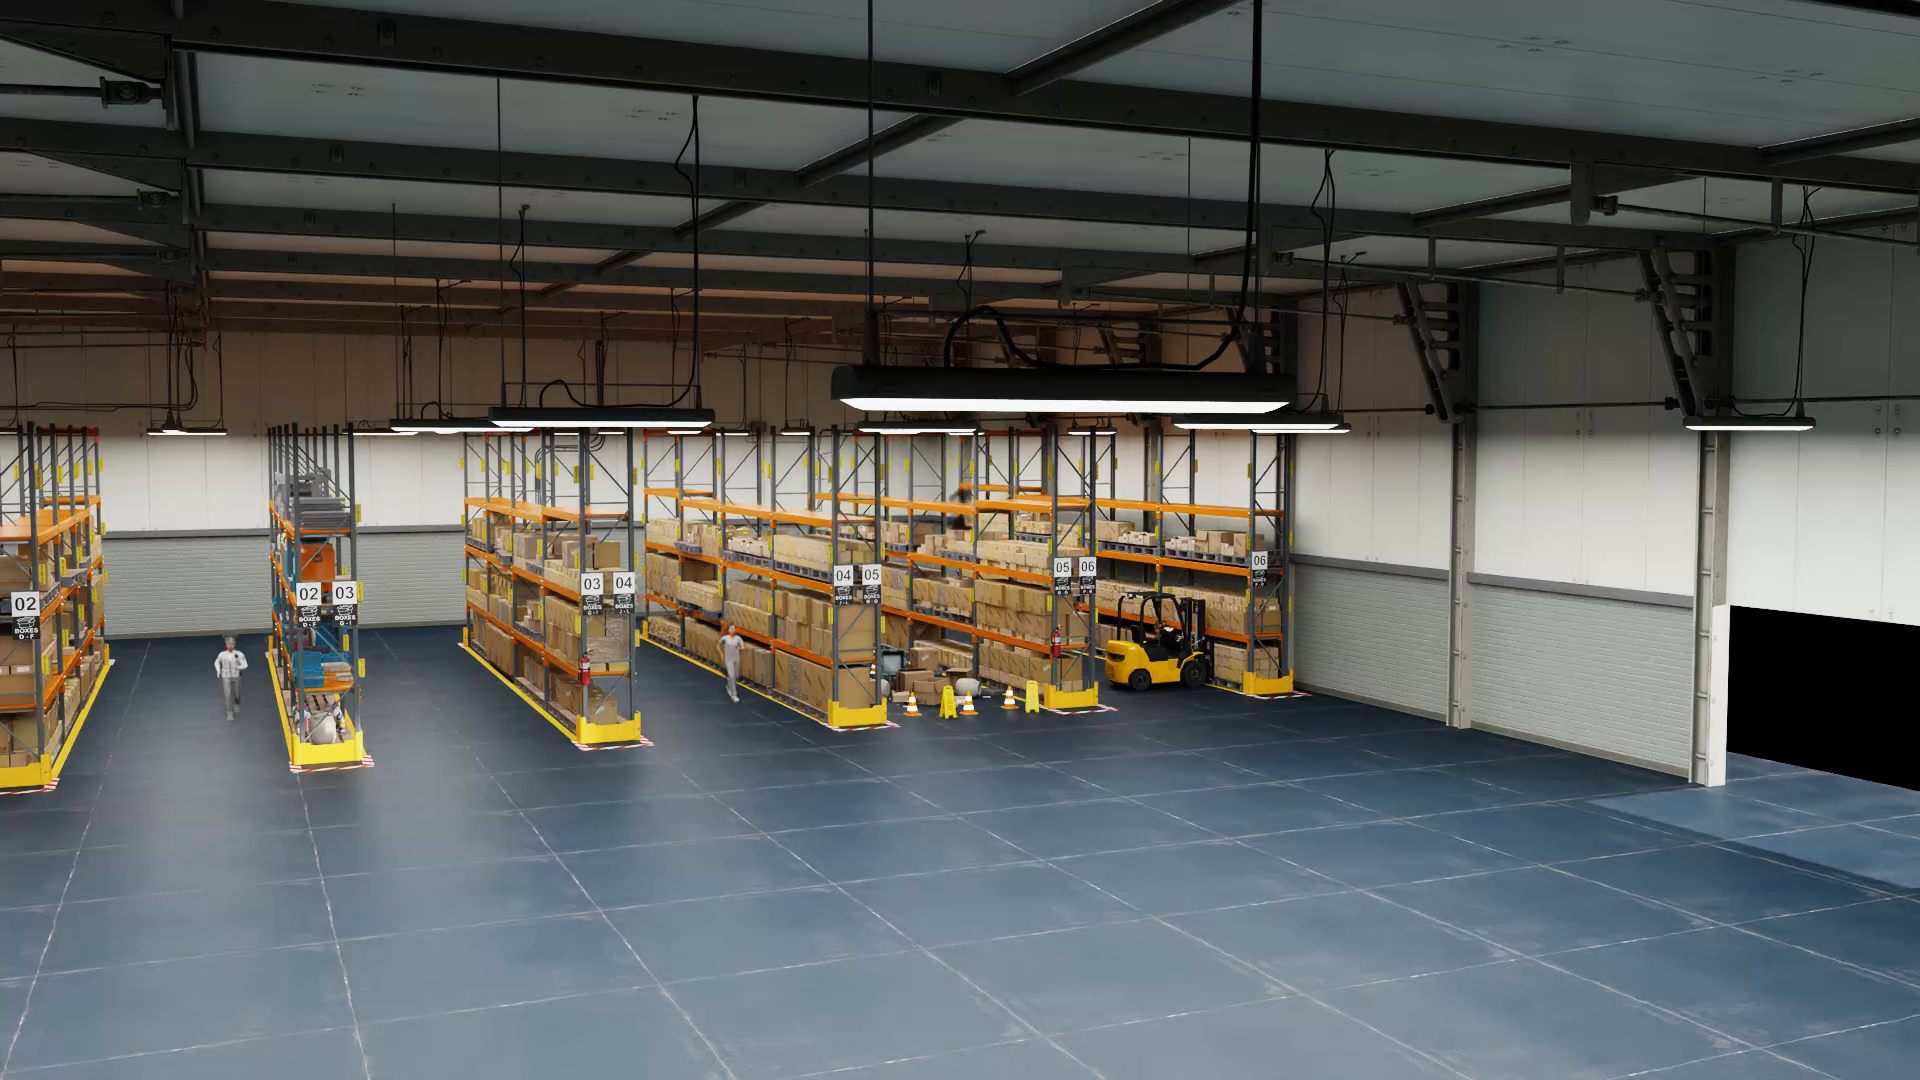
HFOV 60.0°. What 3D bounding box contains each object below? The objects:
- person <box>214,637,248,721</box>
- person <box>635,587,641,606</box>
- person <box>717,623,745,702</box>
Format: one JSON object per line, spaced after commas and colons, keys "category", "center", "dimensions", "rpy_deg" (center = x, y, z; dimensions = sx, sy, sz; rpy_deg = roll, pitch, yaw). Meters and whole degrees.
{"category": "person", "center": [-14.856, 2.805, 33.899], "dimensions": [0.624, 1.669, 0.874], "rpy_deg": [-1, 4, -23]}
{"category": "person", "center": [-9.612, 1.911, 48.306], "dimensions": [0.713, 1.725, 0.780], "rpy_deg": [2, 4, 35]}
{"category": "person", "center": [-4.981, 2.644, 36.320], "dimensions": [0.564, 1.655, 0.969], "rpy_deg": [-2, 4, -28]}
